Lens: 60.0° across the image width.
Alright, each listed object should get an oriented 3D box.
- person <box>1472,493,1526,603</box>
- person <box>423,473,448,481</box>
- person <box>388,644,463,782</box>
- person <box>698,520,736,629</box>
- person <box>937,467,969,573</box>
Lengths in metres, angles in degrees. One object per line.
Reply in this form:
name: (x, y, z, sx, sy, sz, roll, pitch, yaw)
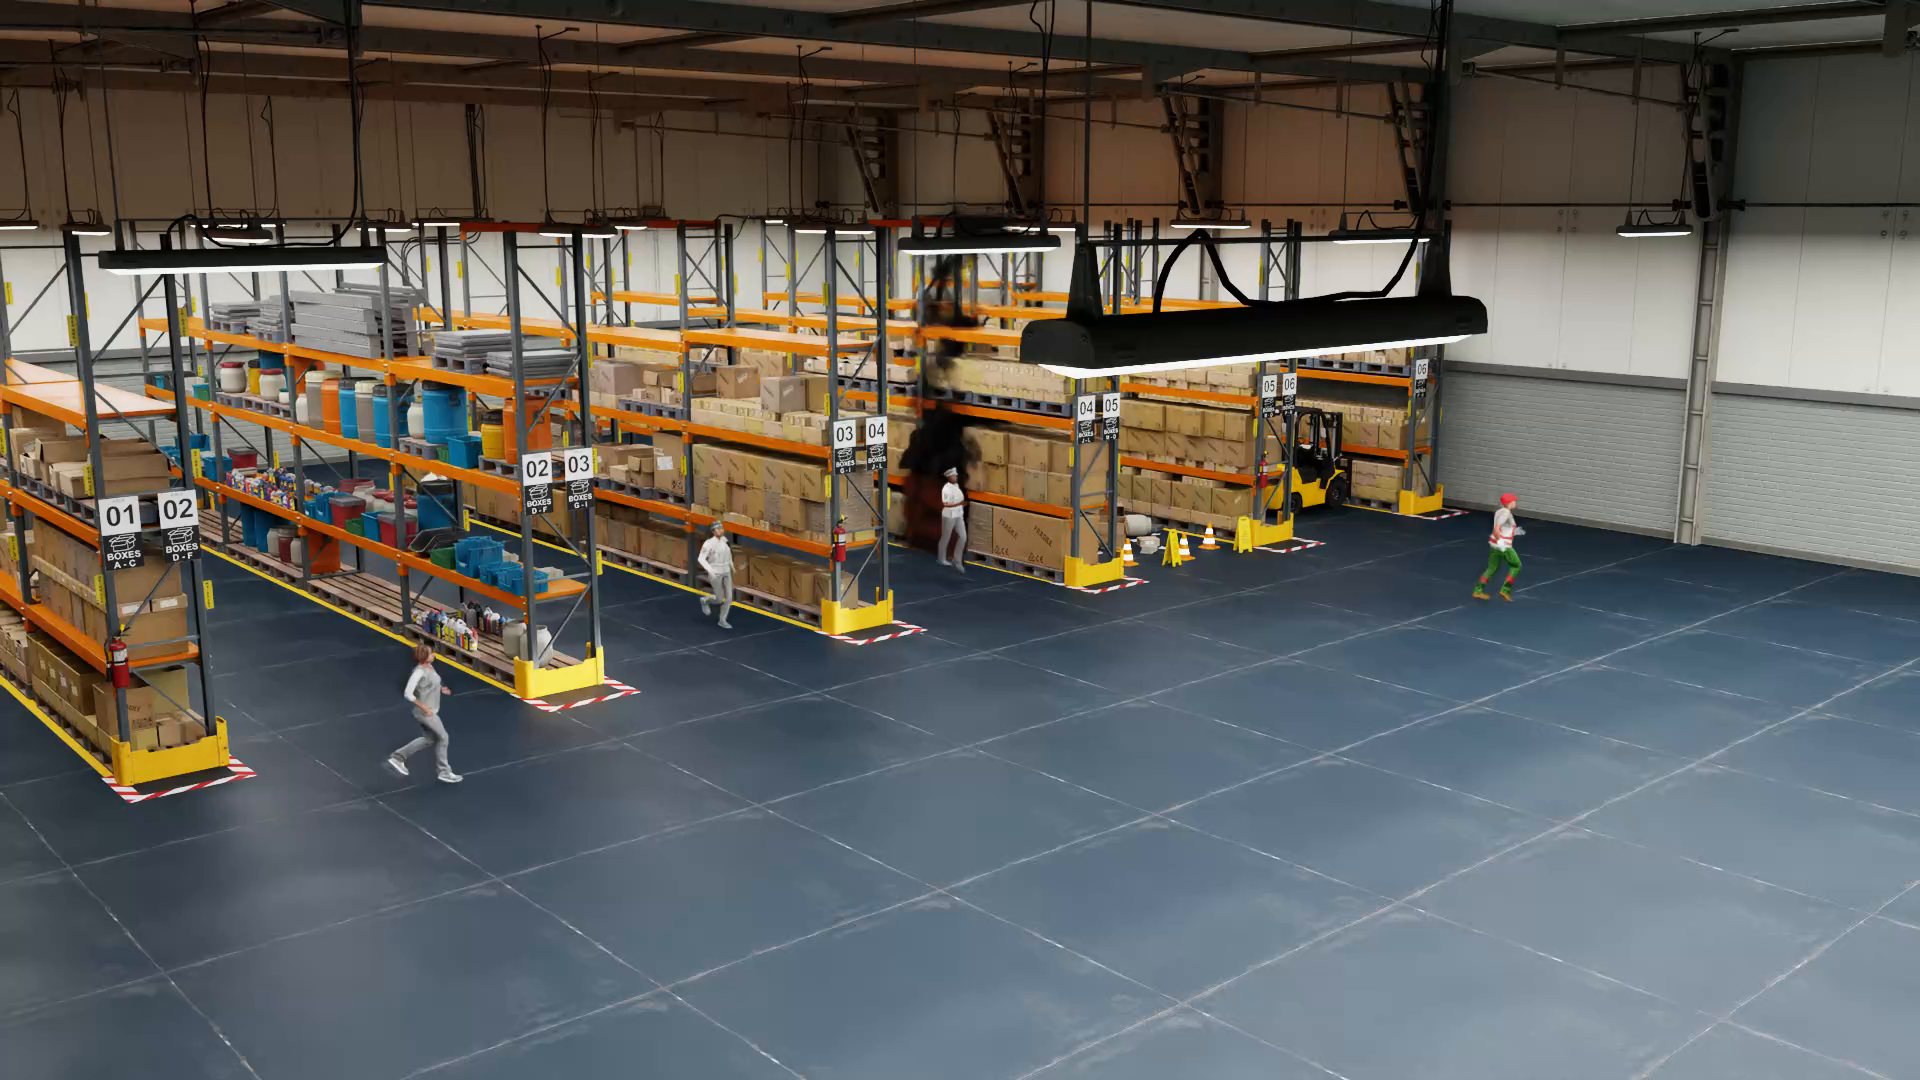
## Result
person: (8.707, 0.137, 26.754, 0.838, 1.809, 0.565, -1, 11, -6)
person: (-9.435, -0.570, 30.273, 0.734, 1.803, 0.687, 9, 15, 38)
person: (-5.939, 1.924, 18.357, 0.777, 1.600, 0.500, -3, 12, -12)
person: (-3.687, 0.496, 25.281, 0.620, 1.664, 0.624, -11, 16, -43)
person: (-0.089, -0.330, 27.896, 0.666, 1.800, 0.553, 9, 14, 36)
